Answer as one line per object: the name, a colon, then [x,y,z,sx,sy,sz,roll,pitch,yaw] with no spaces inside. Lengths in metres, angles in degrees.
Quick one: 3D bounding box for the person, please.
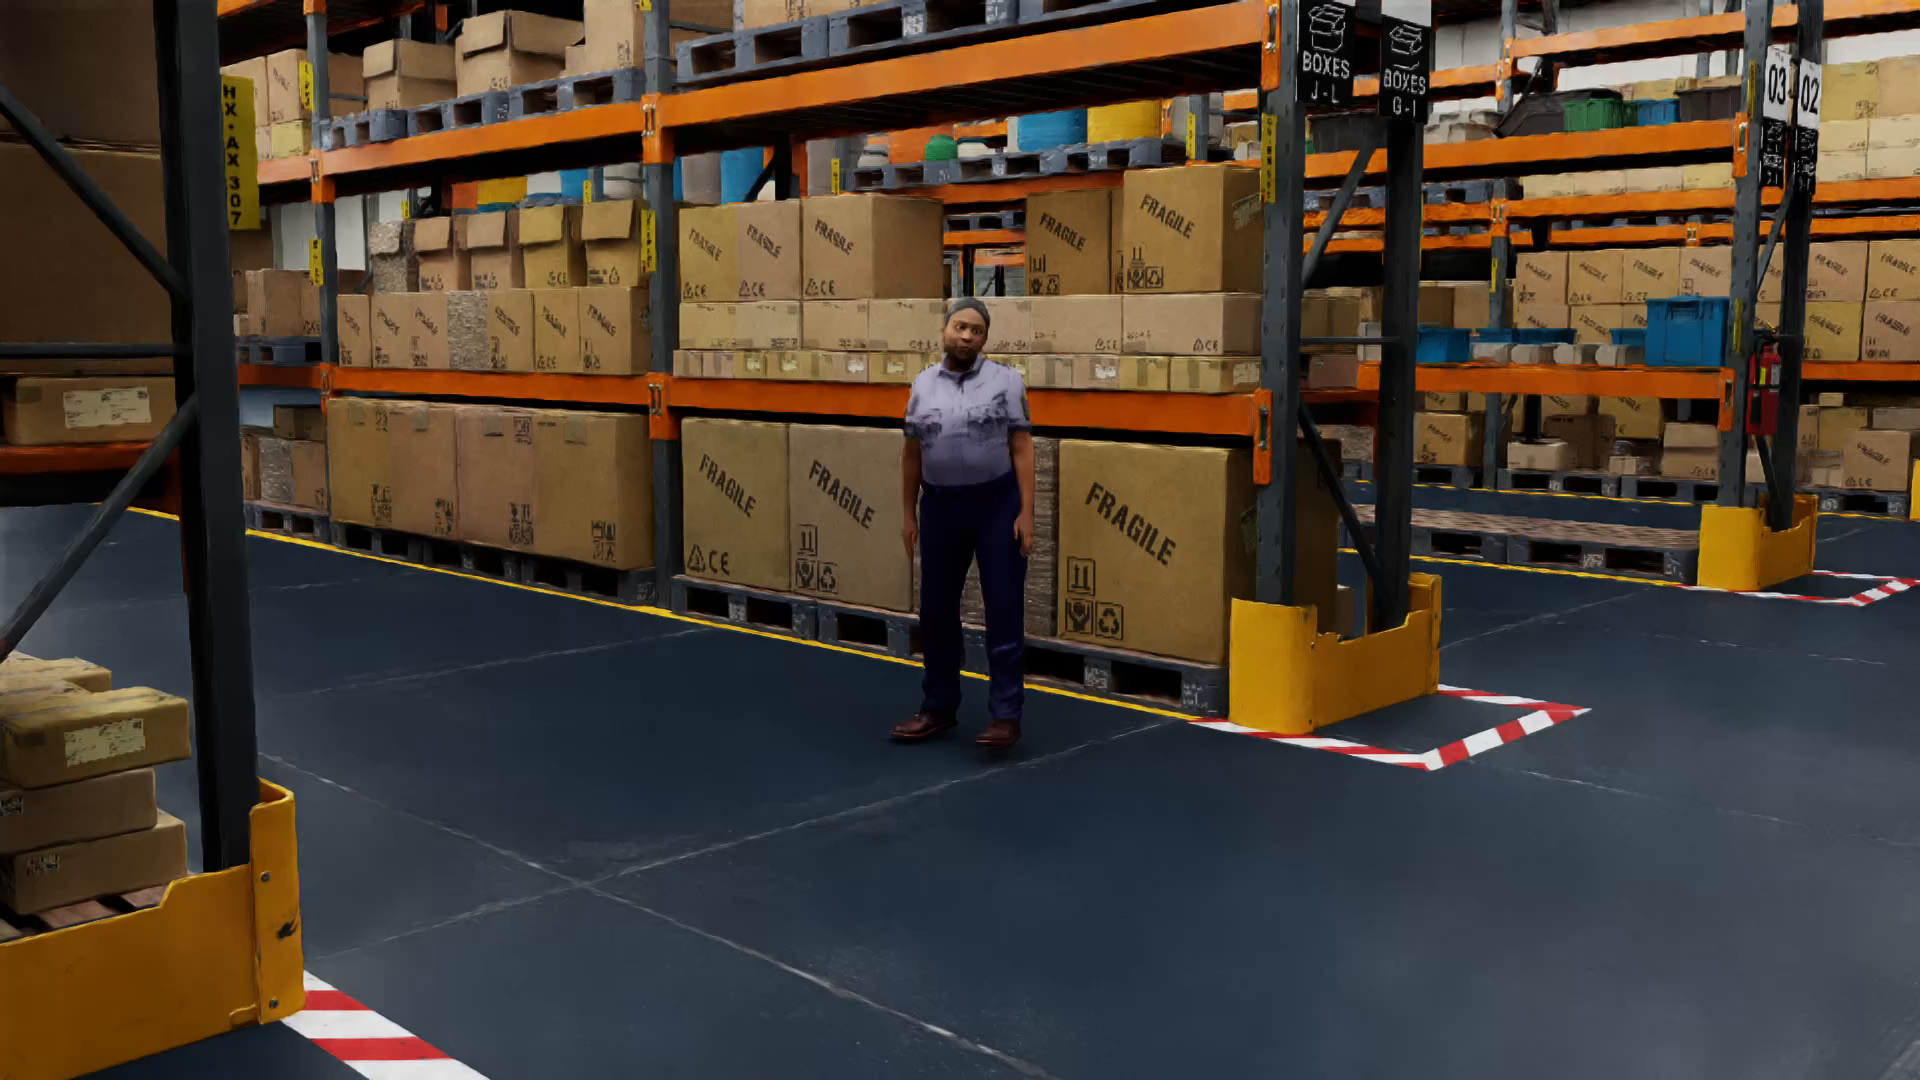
person: [0.006,-0.058,6.145,0.565,1.646,0.451,2,8,17]
